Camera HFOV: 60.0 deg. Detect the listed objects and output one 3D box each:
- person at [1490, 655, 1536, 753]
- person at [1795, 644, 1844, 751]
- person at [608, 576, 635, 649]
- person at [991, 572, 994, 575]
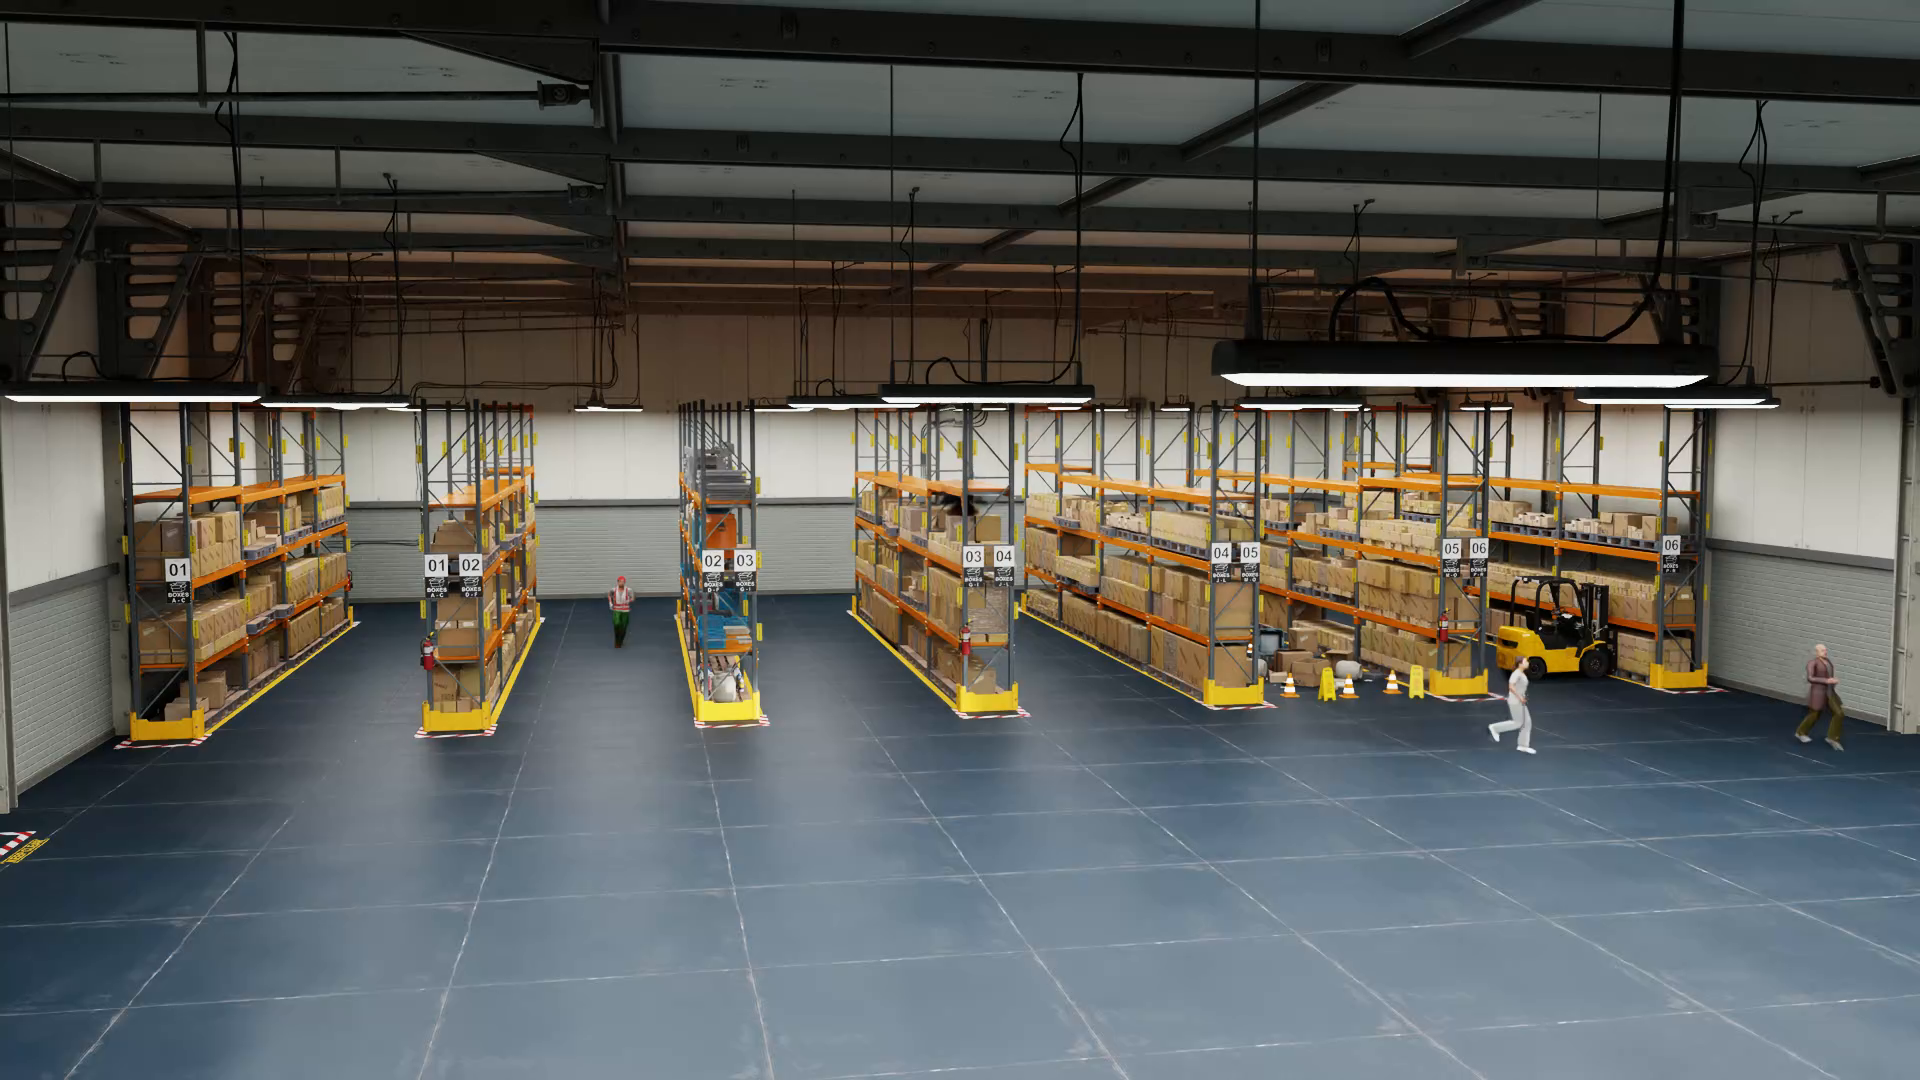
[{"bbox_3d":[9.459,2.792,28.377,0.779,1.614,0.589,2,5,29],"label":"person"},{"bbox_3d":[14.838,2.695,28.642,0.723,1.822,0.867,-2,5,-20],"label":"person"},{"bbox_3d":[-8.289,1.768,40.749,0.639,1.783,0.768,-1,4,-14],"label":"person"},{"bbox_3d":[1.046,1.448,46.215,0.561,1.614,0.662,-1,4,-14],"label":"person"}]
